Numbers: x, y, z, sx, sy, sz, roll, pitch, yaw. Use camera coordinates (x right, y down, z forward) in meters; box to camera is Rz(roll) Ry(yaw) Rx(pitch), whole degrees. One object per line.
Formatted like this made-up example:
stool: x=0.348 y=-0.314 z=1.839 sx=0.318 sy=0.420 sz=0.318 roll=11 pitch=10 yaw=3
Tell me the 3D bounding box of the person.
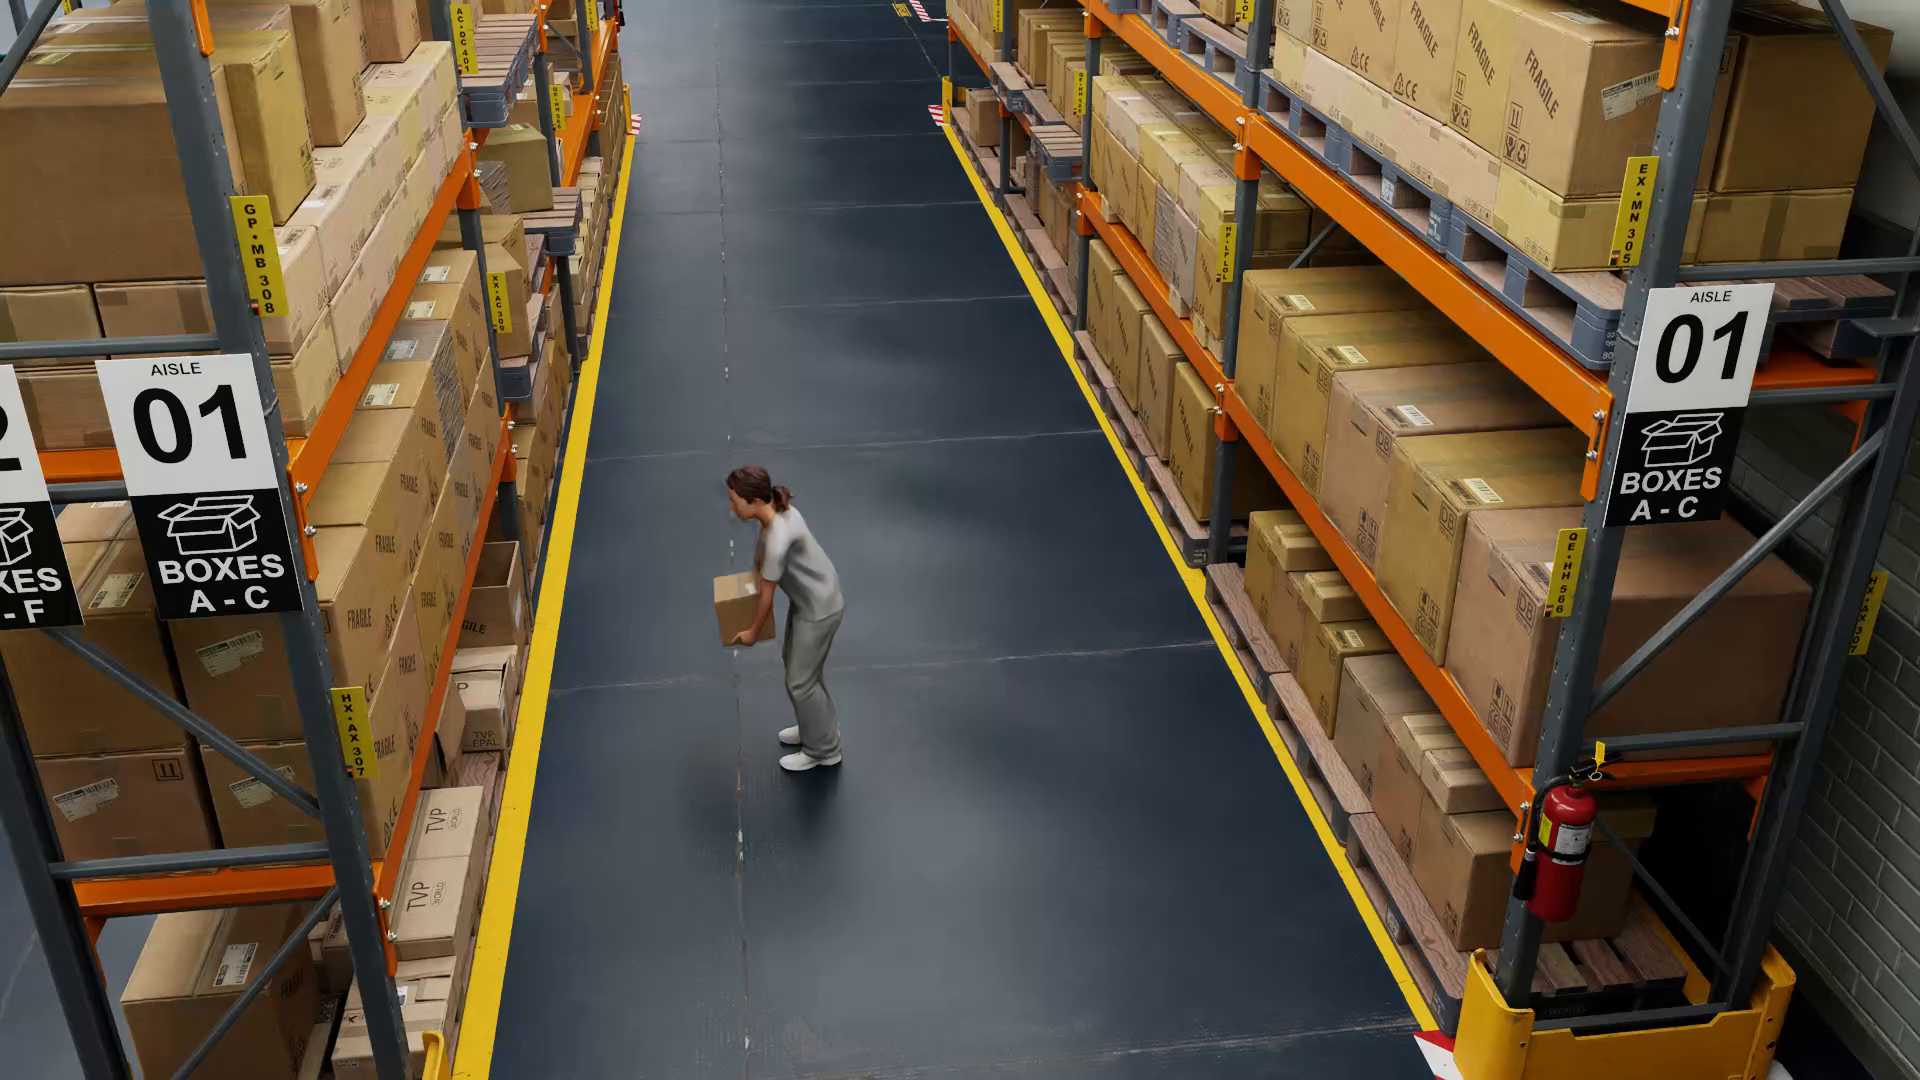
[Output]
person: x=-0.831 y=0.374 z=8.004 sx=0.550 sy=1.581 sz=0.407 roll=-4 pitch=28 yaw=-8
